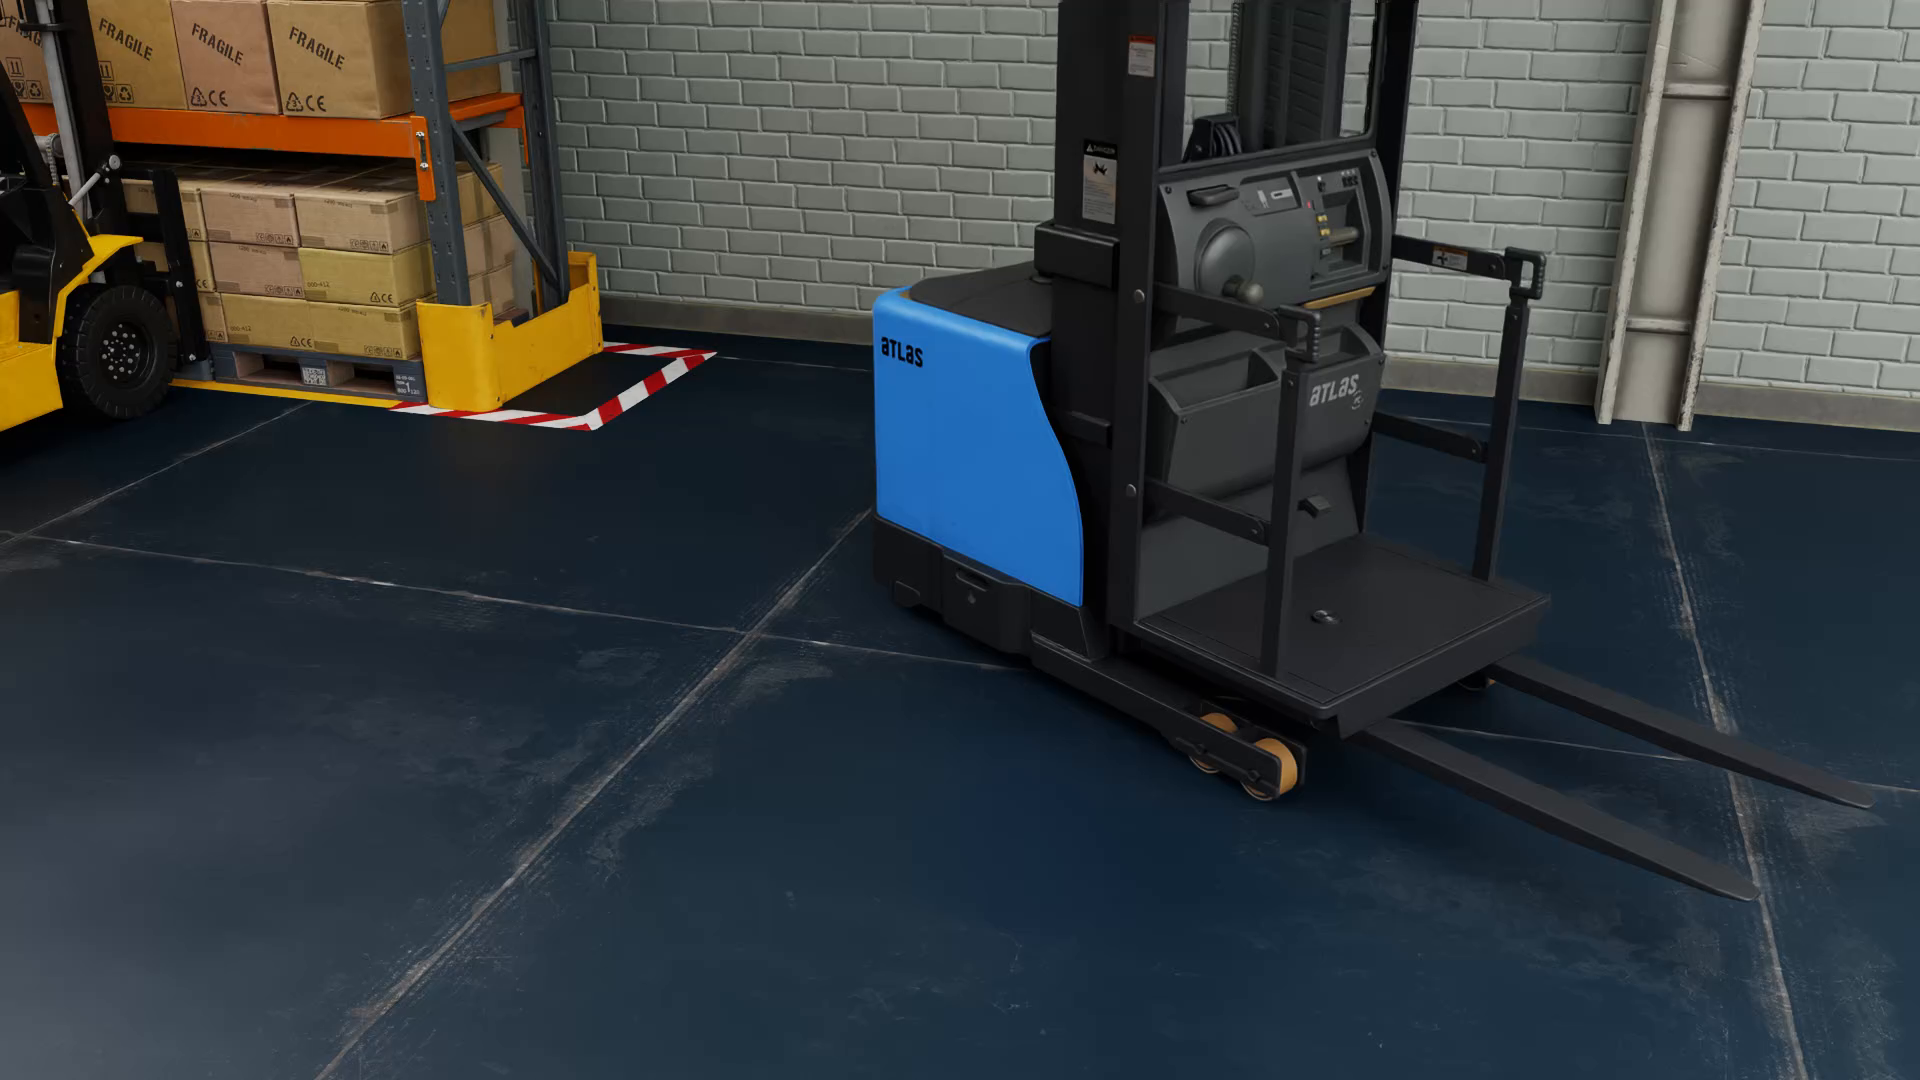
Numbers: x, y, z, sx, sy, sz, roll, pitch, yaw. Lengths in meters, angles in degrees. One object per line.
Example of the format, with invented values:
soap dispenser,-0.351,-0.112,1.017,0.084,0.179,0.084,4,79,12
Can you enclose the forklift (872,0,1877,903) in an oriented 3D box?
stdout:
forklift,1.037,-0.862,4.509,1.130,2.935,3.031,-18,28,-37

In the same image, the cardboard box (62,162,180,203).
cardboard box,-4.195,-1.693,8.197,0.500,0.250,0.500,6,23,14

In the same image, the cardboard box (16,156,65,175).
cardboard box,-4.696,-1.753,8.344,0.500,0.250,0.500,7,23,17

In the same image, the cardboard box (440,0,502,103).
cardboard box,-2.599,-2.409,8.058,0.500,0.500,0.500,7,23,17

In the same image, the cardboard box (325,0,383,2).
cardboard box,-2.618,-2.490,7.401,0.250,0.149,0.380,7,23,16

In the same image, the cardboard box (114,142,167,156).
cardboard box,-4.537,-1.936,8.790,0.500,0.250,0.500,7,23,16

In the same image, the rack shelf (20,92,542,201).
rack shelf,-4.120,-2.094,8.369,4.000,0.370,1.077,7,23,16

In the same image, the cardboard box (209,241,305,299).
cardboard box,-3.238,-1.359,8.042,0.500,0.250,0.500,6,23,15

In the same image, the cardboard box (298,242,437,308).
cardboard box,-2.761,-1.300,7.899,0.500,0.250,0.500,6,23,15

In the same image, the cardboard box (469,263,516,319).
cardboard box,-2.619,-1.254,8.445,0.500,0.250,0.500,7,23,16

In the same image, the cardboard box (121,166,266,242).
cardboard box,-3.712,-1.635,8.055,0.500,0.250,0.500,7,23,16

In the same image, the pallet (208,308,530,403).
pallet,-2.949,-0.986,8.395,1.213,0.211,1.003,7,23,16

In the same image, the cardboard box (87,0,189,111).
cardboard box,-3.737,-2.328,7.862,0.500,0.500,0.500,6,23,14

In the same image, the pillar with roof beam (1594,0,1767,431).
pillar with roof beam,1.890,-3.165,2.128,0.400,9.000,9.100,7,23,16

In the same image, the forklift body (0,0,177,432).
forklift body,-4.547,-1.360,6.750,1.214,2.155,2.313,7,23,16

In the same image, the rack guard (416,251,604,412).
rack guard,-2.182,-1.048,8.166,0.348,0.500,1.175,7,23,16

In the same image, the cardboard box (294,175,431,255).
cardboard box,-2.736,-1.529,7.798,0.500,0.250,0.500,7,23,17

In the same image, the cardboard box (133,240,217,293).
cardboard box,-3.738,-1.408,8.162,0.500,0.250,0.500,6,23,14

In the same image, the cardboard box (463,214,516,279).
cardboard box,-2.595,-1.488,8.355,0.500,0.250,0.500,7,23,16

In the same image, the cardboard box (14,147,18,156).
cardboard box,-5.018,-1.997,8.938,0.500,0.250,0.500,6,23,15

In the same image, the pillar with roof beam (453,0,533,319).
pillar with roof beam,-3.855,-3.822,3.731,0.400,9.000,9.100,7,23,16

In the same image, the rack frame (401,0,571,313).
rack frame,-2.205,-2.207,7.698,0.127,3.000,1.000,7,23,16

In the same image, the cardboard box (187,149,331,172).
cardboard box,-3.565,-1.826,8.520,0.500,0.250,0.500,6,23,15

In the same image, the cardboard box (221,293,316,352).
cardboard box,-3.219,-1.124,8.128,0.500,0.250,0.500,7,23,15

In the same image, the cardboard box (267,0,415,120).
cardboard box,-2.752,-2.212,7.578,0.500,0.500,0.500,6,23,14

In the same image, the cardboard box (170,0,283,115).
cardboard box,-3.246,-2.272,7.725,0.500,0.500,0.500,7,23,17

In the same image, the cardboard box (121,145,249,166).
cardboard box,-4.054,-1.884,8.663,0.500,0.250,0.500,6,23,14

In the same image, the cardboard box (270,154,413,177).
cardboard box,-3.090,-1.767,8.377,0.500,0.250,0.500,7,23,16

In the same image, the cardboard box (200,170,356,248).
cardboard box,-3.226,-1.583,7.929,0.500,0.250,0.500,7,23,16

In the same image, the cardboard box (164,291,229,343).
cardboard box,-3.696,-1.182,8.269,0.500,0.250,0.500,7,23,16

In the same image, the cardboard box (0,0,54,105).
cardboard box,-4.221,-2.379,7.987,0.500,0.500,0.500,7,23,16

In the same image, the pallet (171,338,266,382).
pallet,-4.113,-1.120,8.723,1.213,0.211,1.003,7,23,15

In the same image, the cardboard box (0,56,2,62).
cardboard box,-4.696,-2.442,8.140,0.500,0.500,0.500,6,23,15

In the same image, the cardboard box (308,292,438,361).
cardboard box,-2.746,-1.066,7.986,0.500,0.250,0.500,7,23,16

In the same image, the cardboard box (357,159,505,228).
cardboard box,-2.610,-1.713,8.247,0.500,0.250,0.500,6,23,15
